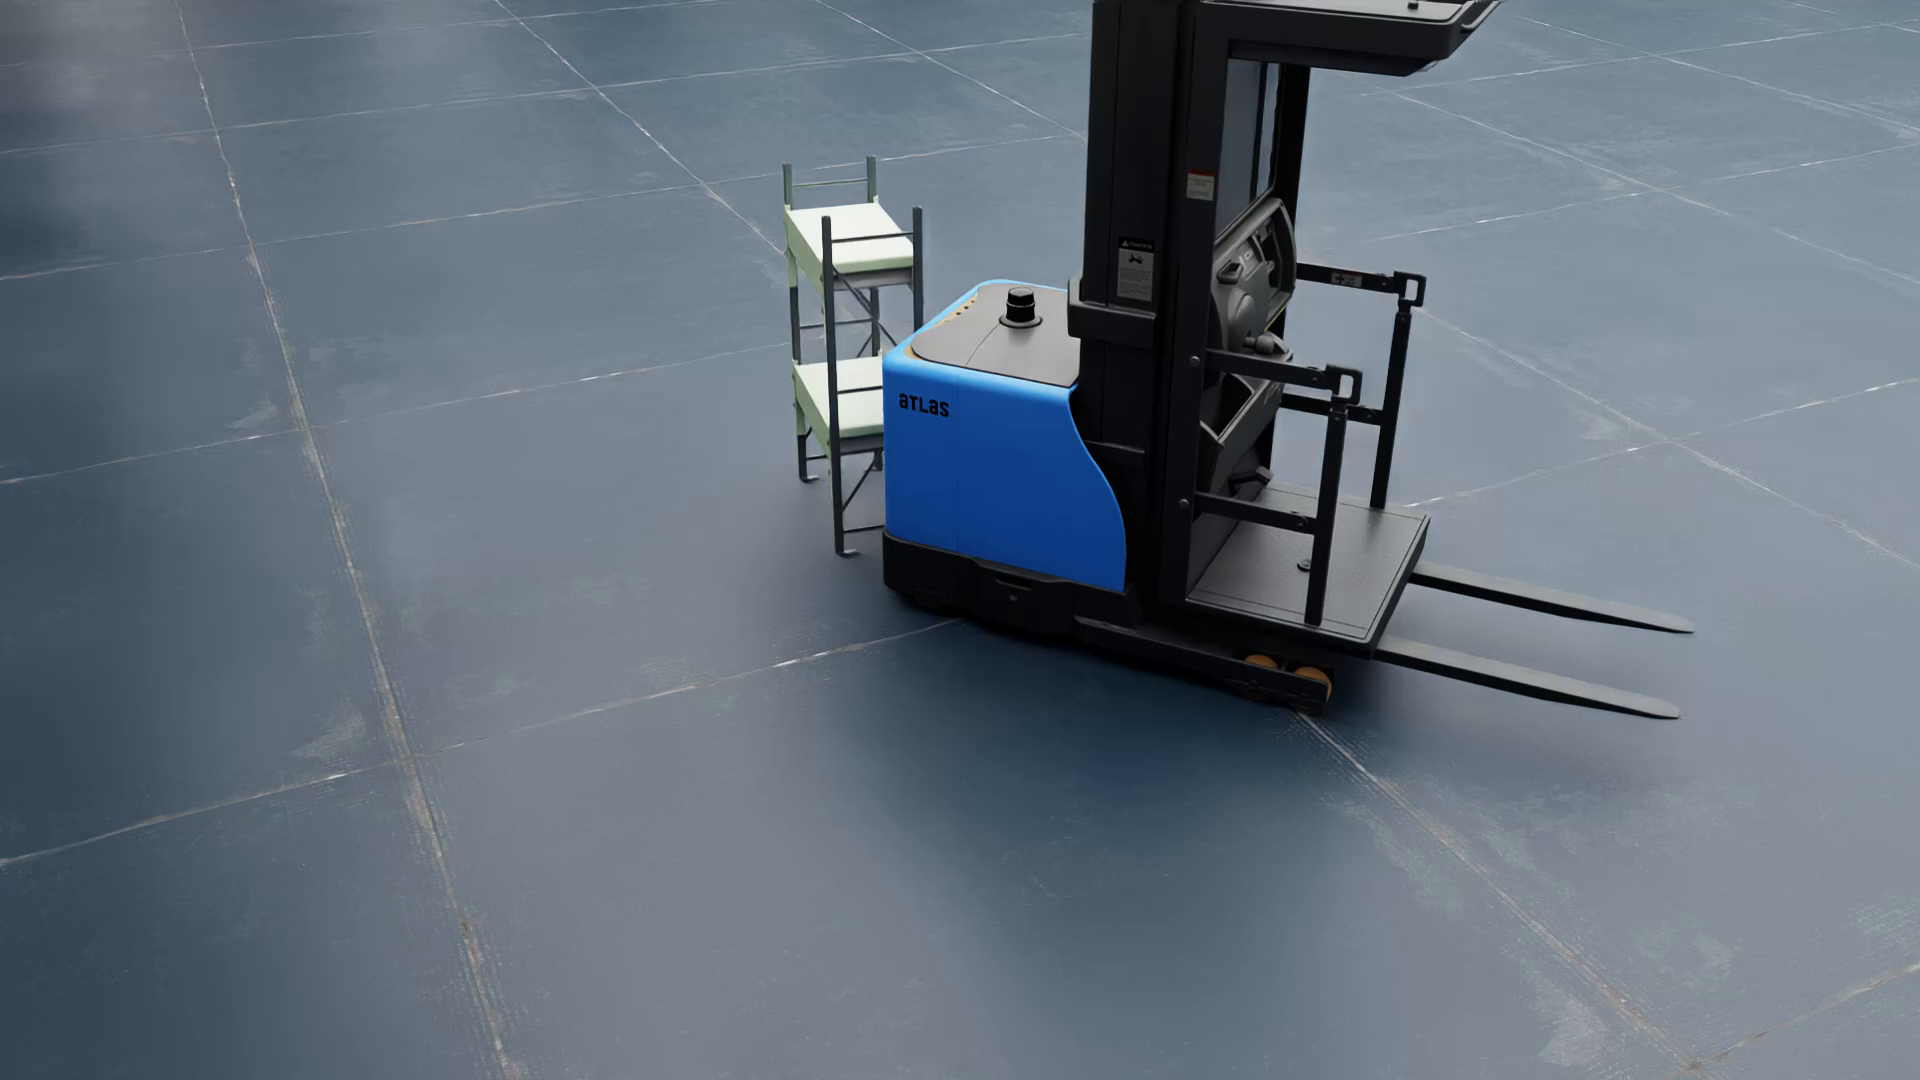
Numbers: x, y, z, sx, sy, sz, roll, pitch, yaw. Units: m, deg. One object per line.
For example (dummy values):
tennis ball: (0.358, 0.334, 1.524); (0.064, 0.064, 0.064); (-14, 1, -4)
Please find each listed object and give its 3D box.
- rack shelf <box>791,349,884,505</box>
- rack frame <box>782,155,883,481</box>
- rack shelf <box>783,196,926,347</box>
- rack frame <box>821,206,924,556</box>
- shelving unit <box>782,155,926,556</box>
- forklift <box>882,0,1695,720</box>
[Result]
rack shelf: (-0.449, -0.507, 7.288); (0.431, 0.370, 0.720); (-9, 30, -15)
rack frame: (-0.556, -0.963, 7.434); (0.400, 1.500, 0.023); (-9, 30, -15)
rack shelf: (-0.449, -1.132, 6.938); (0.431, 0.370, 0.720); (-9, 30, -15)
rack frame: (-0.342, -0.621, 6.823); (0.400, 1.500, 0.023); (-9, 30, -15)
shelving unit: (-0.449, -0.792, 7.129); (0.431, 1.500, 0.755); (-9, 30, -15)
forklift: (1.243, -0.939, 5.928); (3.031, 2.935, 1.130); (13, 32, 22)
